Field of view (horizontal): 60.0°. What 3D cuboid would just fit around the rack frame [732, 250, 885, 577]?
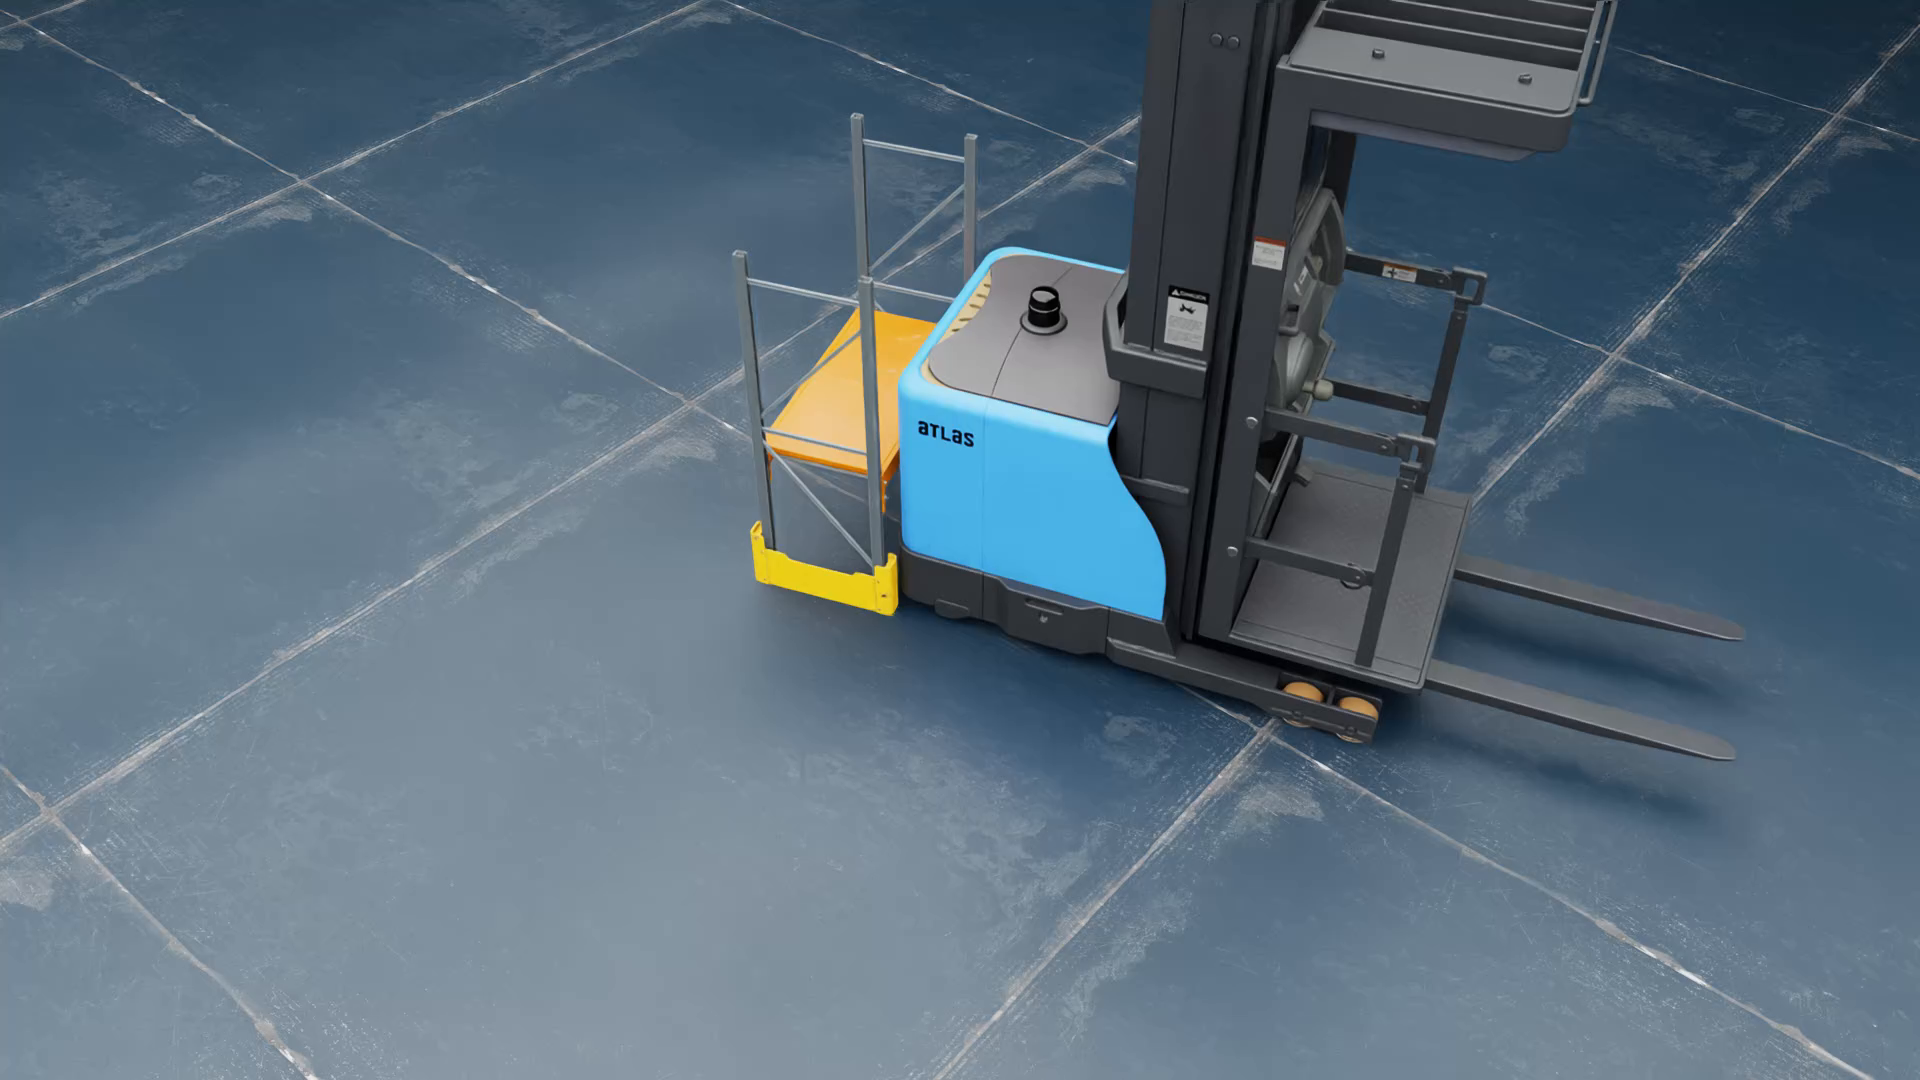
[{"bbox_3d":[-0.524,-0.353,6.024,0.500,1.500,0.032,14,44,15],"label":"rack frame"}]

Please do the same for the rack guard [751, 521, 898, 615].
[{"bbox_3d":[-0.524,0.108,6.445,0.587,0.250,0.087,14,44,15],"label":"rack guard"}]

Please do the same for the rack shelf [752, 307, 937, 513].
[{"bbox_3d":[-0.349,-0.541,6.498,0.538,0.185,1.000,14,44,15],"label":"rack shelf"}]

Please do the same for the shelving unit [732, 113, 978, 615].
[{"bbox_3d":[-0.352,-0.669,6.371,0.587,1.500,1.083,14,44,15],"label":"shelving unit"}]

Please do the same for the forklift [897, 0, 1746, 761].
[{"bbox_3d":[1.334,-0.768,5.416,3.031,2.935,1.130,15,44,16],"label":"forklift"}]

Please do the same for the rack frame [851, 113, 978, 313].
[{"bbox_3d":[-0.174,-0.995,6.730,0.500,1.500,0.032,14,44,15],"label":"rack frame"}]
